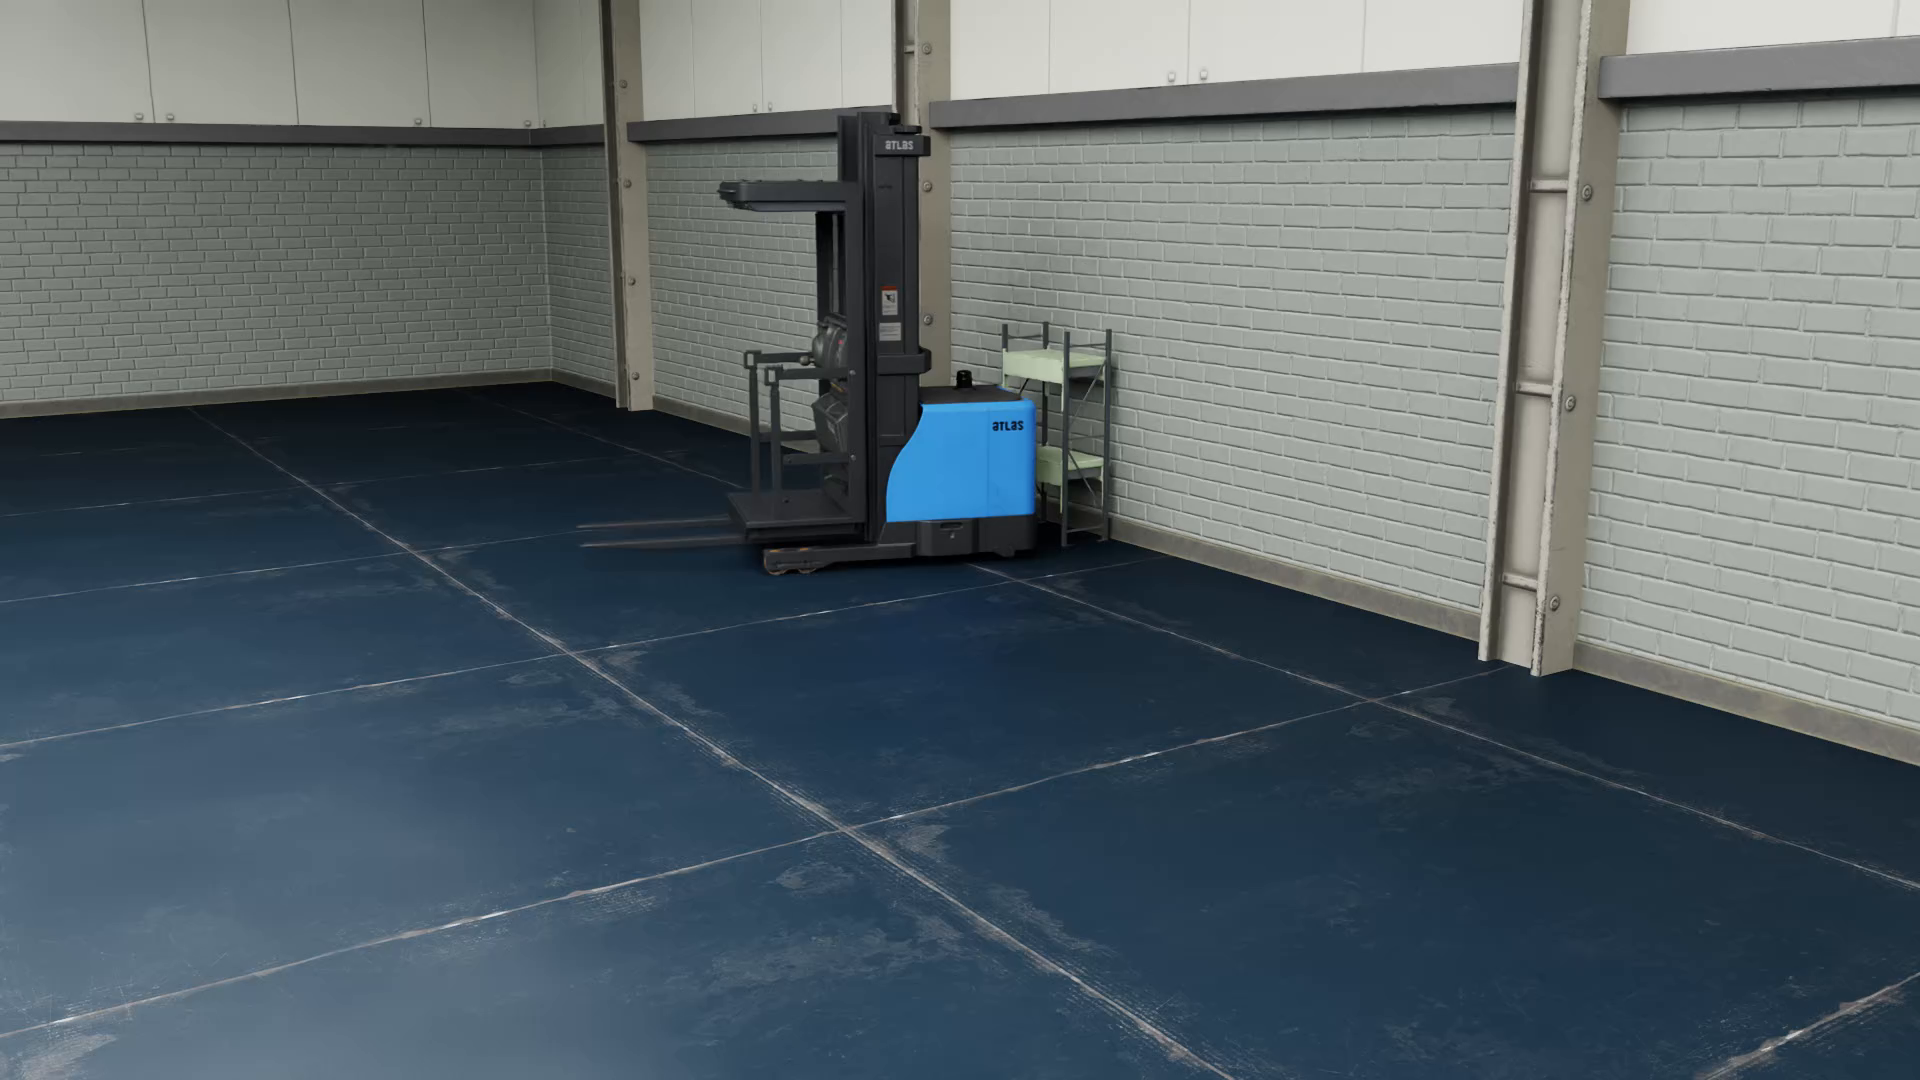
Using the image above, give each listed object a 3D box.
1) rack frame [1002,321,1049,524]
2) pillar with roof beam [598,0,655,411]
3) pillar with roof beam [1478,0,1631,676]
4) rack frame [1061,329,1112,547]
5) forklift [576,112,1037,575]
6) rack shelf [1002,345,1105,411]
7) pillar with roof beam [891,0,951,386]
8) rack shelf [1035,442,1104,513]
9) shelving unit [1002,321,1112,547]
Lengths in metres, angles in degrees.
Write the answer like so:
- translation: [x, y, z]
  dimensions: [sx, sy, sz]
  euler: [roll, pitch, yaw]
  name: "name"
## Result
- translation: [0.475, -0.840, 12.192]
  dimensions: [0.400, 1.500, 0.023]
  euler: [-8, 15, -33]
  name: "rack frame"
- translation: [-7.213, -5.365, 15.333]
  dimensions: [9.100, 9.000, 0.400]
  euler: [-8, 15, -33]
  name: "pillar with roof beam"
- translation: [-0.565, -3.231, 5.573]
  dimensions: [9.100, 9.000, 0.400]
  euler: [-8, 15, -33]
  name: "pillar with roof beam"
- translation: [0.881, -0.710, 11.597]
  dimensions: [0.400, 1.500, 0.023]
  euler: [-8, 15, -33]
  name: "rack frame"
- translation: [-1.052, -1.327, 11.068]
  dimensions: [3.031, 2.935, 1.130]
  euler: [-3, 13, -14]
  name: "forklift"
- translation: [0.678, -1.156, 11.811]
  dimensions: [0.431, 0.370, 0.720]
  euler: [-8, 15, -33]
  name: "rack shelf"
- translation: [-3.889, -4.298, 10.453]
  dimensions: [9.100, 9.000, 0.400]
  euler: [-8, 15, -33]
  name: "pillar with roof beam"
- translation: [0.678, -0.456, 11.964]
  dimensions: [0.431, 0.370, 0.720]
  euler: [-8, 15, -33]
  name: "rack shelf"
- translation: [0.678, -0.775, 11.894]
  dimensions: [0.431, 1.500, 0.755]
  euler: [-8, 15, -33]
  name: "shelving unit"
